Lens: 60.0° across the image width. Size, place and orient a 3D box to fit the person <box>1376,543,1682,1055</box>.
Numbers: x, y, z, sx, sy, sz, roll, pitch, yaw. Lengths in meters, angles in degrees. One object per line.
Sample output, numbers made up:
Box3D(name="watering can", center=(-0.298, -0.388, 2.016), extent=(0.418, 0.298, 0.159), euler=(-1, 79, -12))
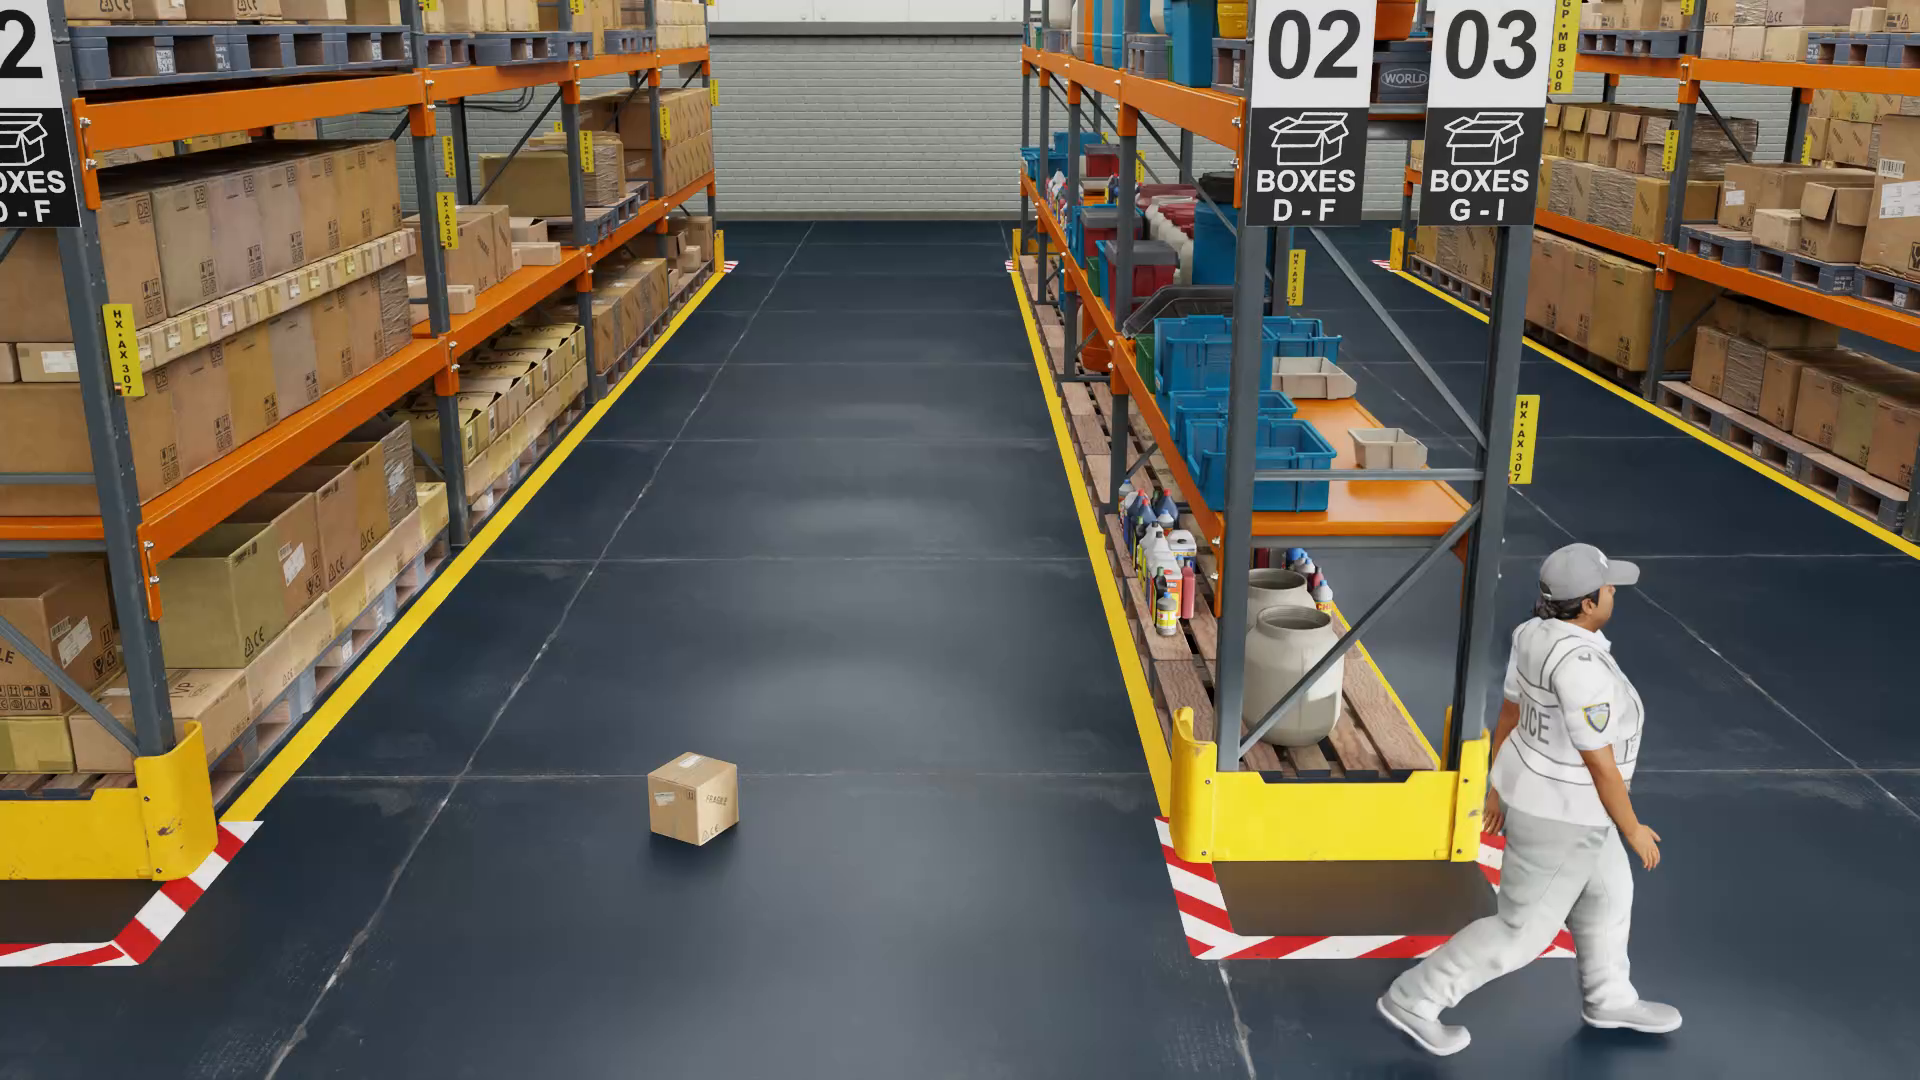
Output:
Box3D(name="person", center=(1.781, 0.787, 4.984), extent=(0.984, 1.614, 0.472), euler=(2, 17, 6))
